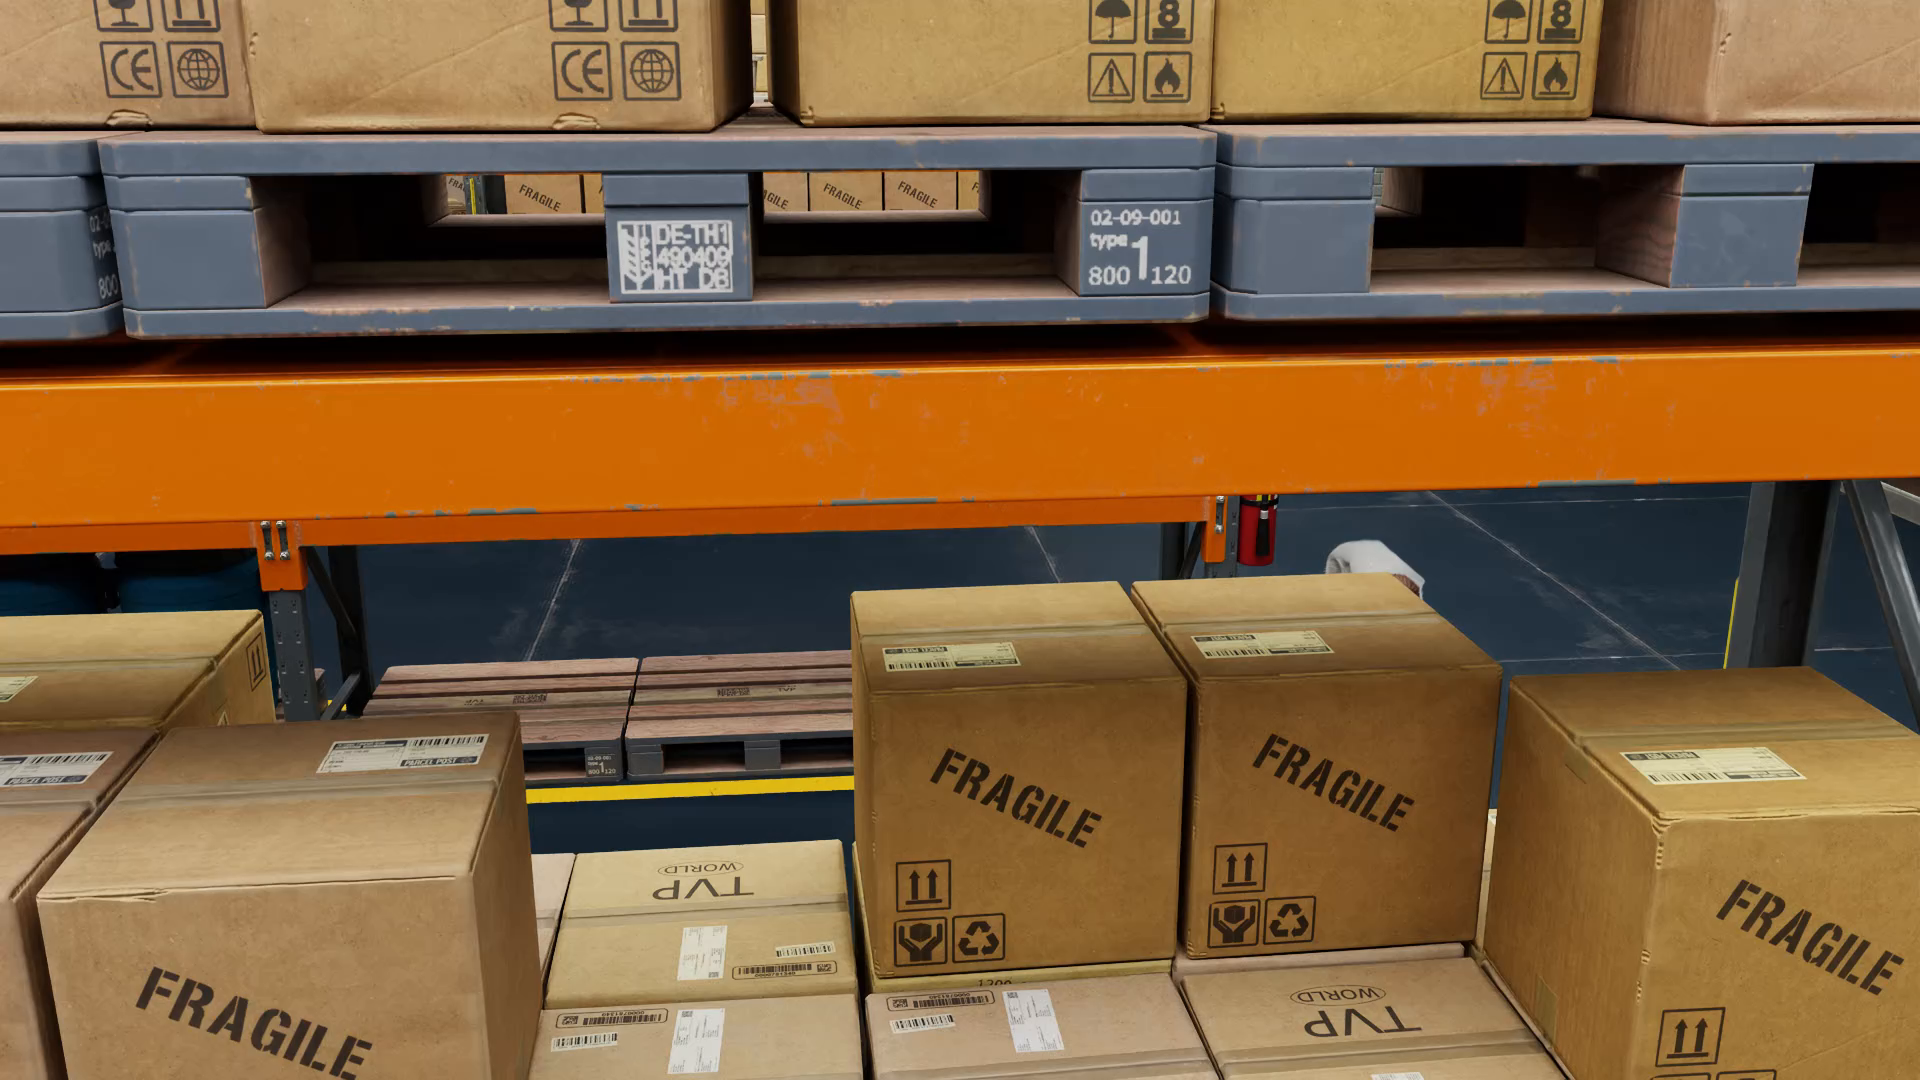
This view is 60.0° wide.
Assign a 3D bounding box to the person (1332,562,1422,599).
[{"bbox_3d":[2.092,0.412,8.433,0.414,0.692,0.858,0,17,-1],"label":"person"}]
